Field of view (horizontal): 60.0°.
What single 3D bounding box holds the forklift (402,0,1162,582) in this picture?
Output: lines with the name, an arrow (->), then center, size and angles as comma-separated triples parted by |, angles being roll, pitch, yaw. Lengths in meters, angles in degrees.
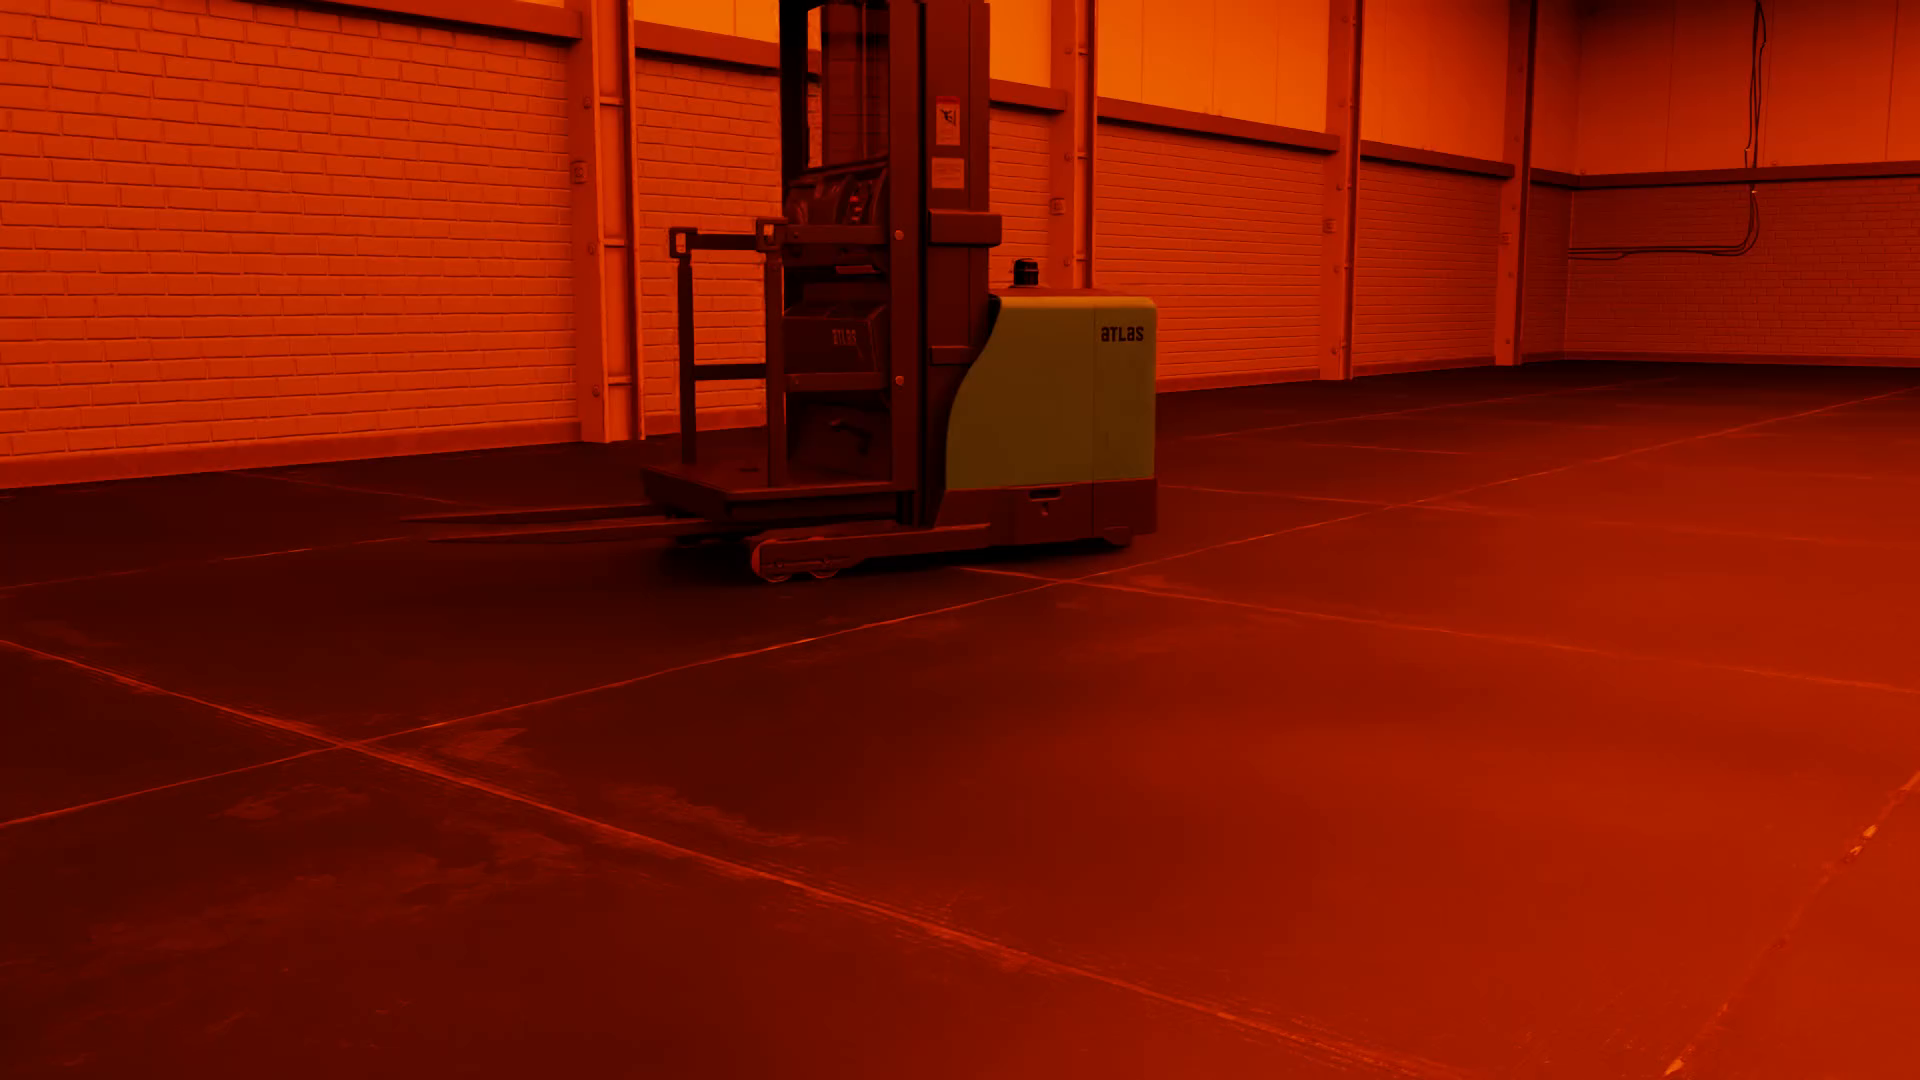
forklift -> -0.674, -1.376, 6.687 | 3.031, 2.935, 1.130 | -4, 9, -28
